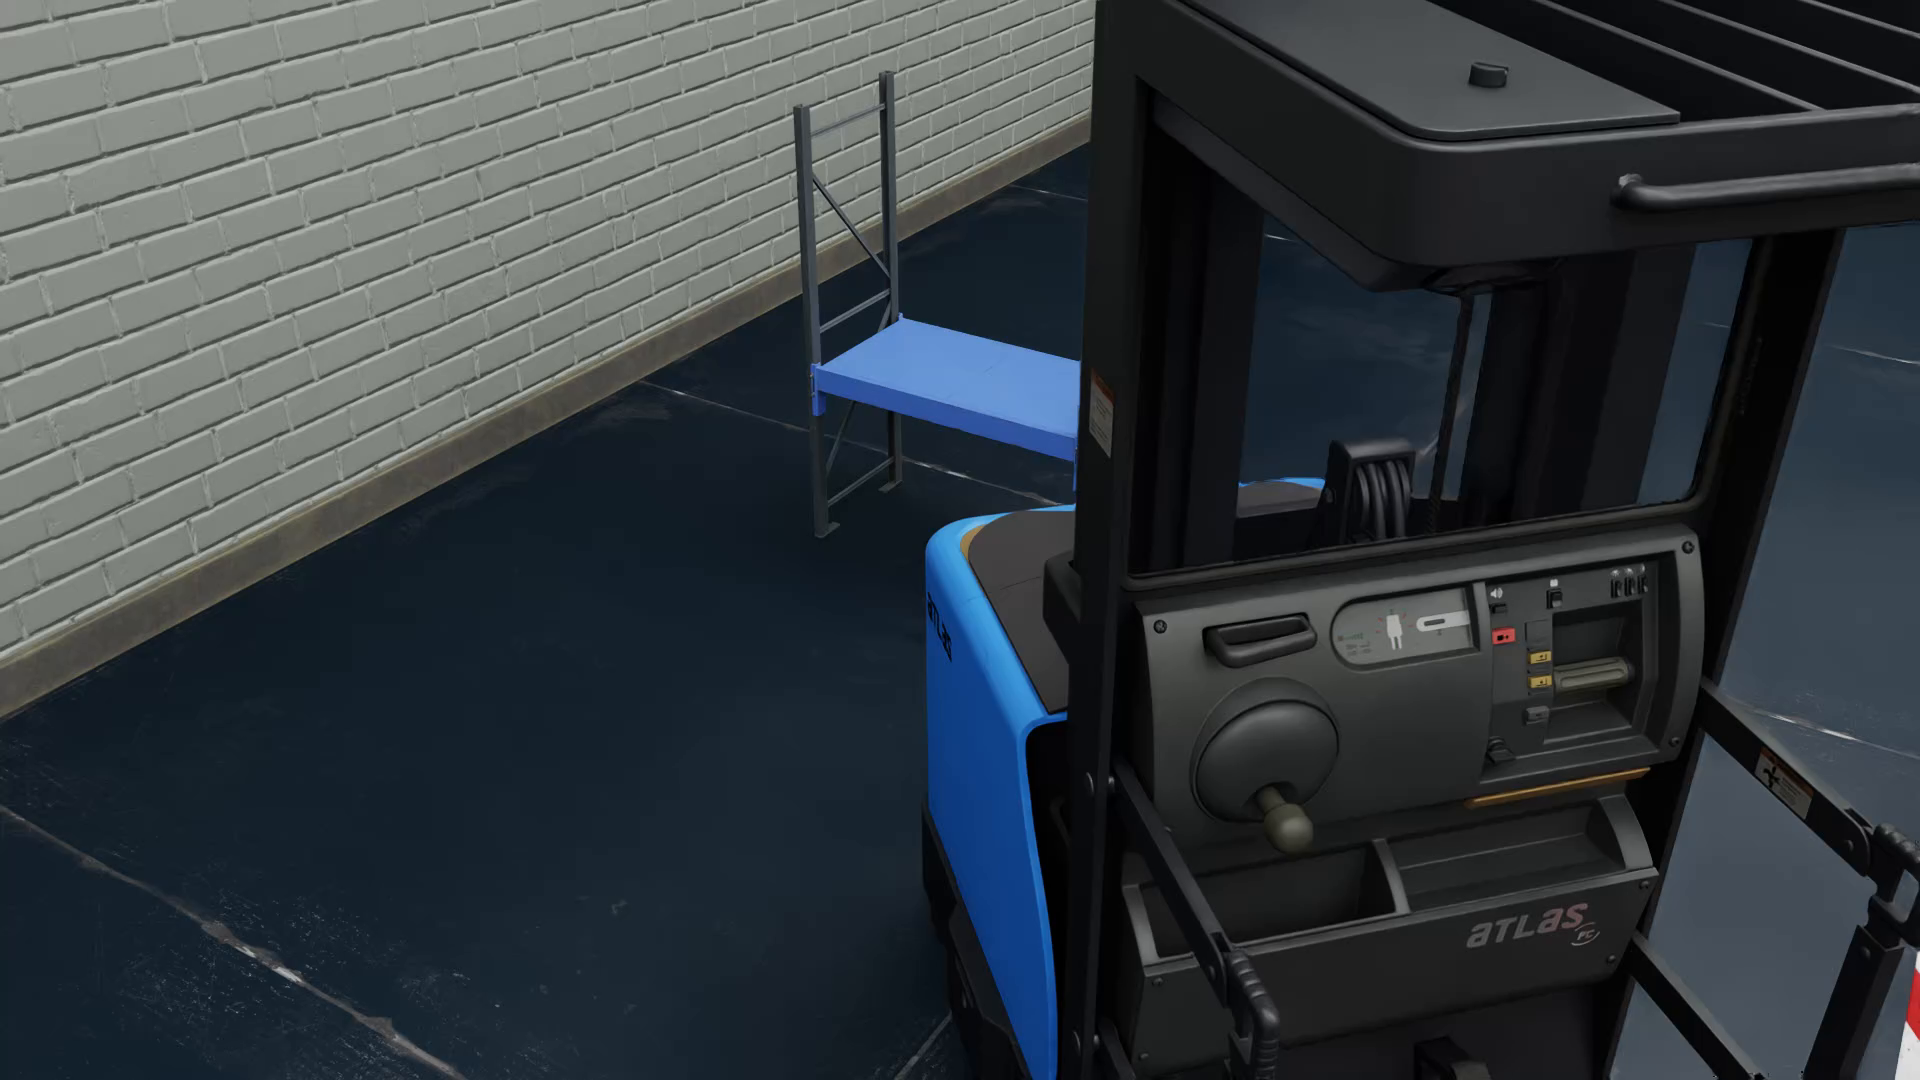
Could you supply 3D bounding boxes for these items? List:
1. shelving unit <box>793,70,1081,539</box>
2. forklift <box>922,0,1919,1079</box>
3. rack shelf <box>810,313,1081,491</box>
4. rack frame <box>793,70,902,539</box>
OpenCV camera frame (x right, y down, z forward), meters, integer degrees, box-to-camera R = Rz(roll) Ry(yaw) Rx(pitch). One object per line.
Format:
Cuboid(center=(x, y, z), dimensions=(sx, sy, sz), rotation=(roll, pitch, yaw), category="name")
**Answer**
Cuboid(center=(0.072, -0.625, 5.333), dimensions=(1.048, 1.500, 0.538), rotation=(18, 35, 27), category="shelving unit")
Cuboid(center=(0.779, 0.275, 2.370), dimensions=(1.130, 2.935, 3.031), rotation=(-8, 31, -13), category="forklift")
Cuboid(center=(0.072, -0.470, 5.424), dimensions=(1.000, 0.185, 0.538), rotation=(18, 35, 27), category="rack shelf")
Cuboid(center=(-0.358, -0.761, 5.566), dimensions=(0.032, 1.500, 0.500), rotation=(18, 35, 27), category="rack frame")
